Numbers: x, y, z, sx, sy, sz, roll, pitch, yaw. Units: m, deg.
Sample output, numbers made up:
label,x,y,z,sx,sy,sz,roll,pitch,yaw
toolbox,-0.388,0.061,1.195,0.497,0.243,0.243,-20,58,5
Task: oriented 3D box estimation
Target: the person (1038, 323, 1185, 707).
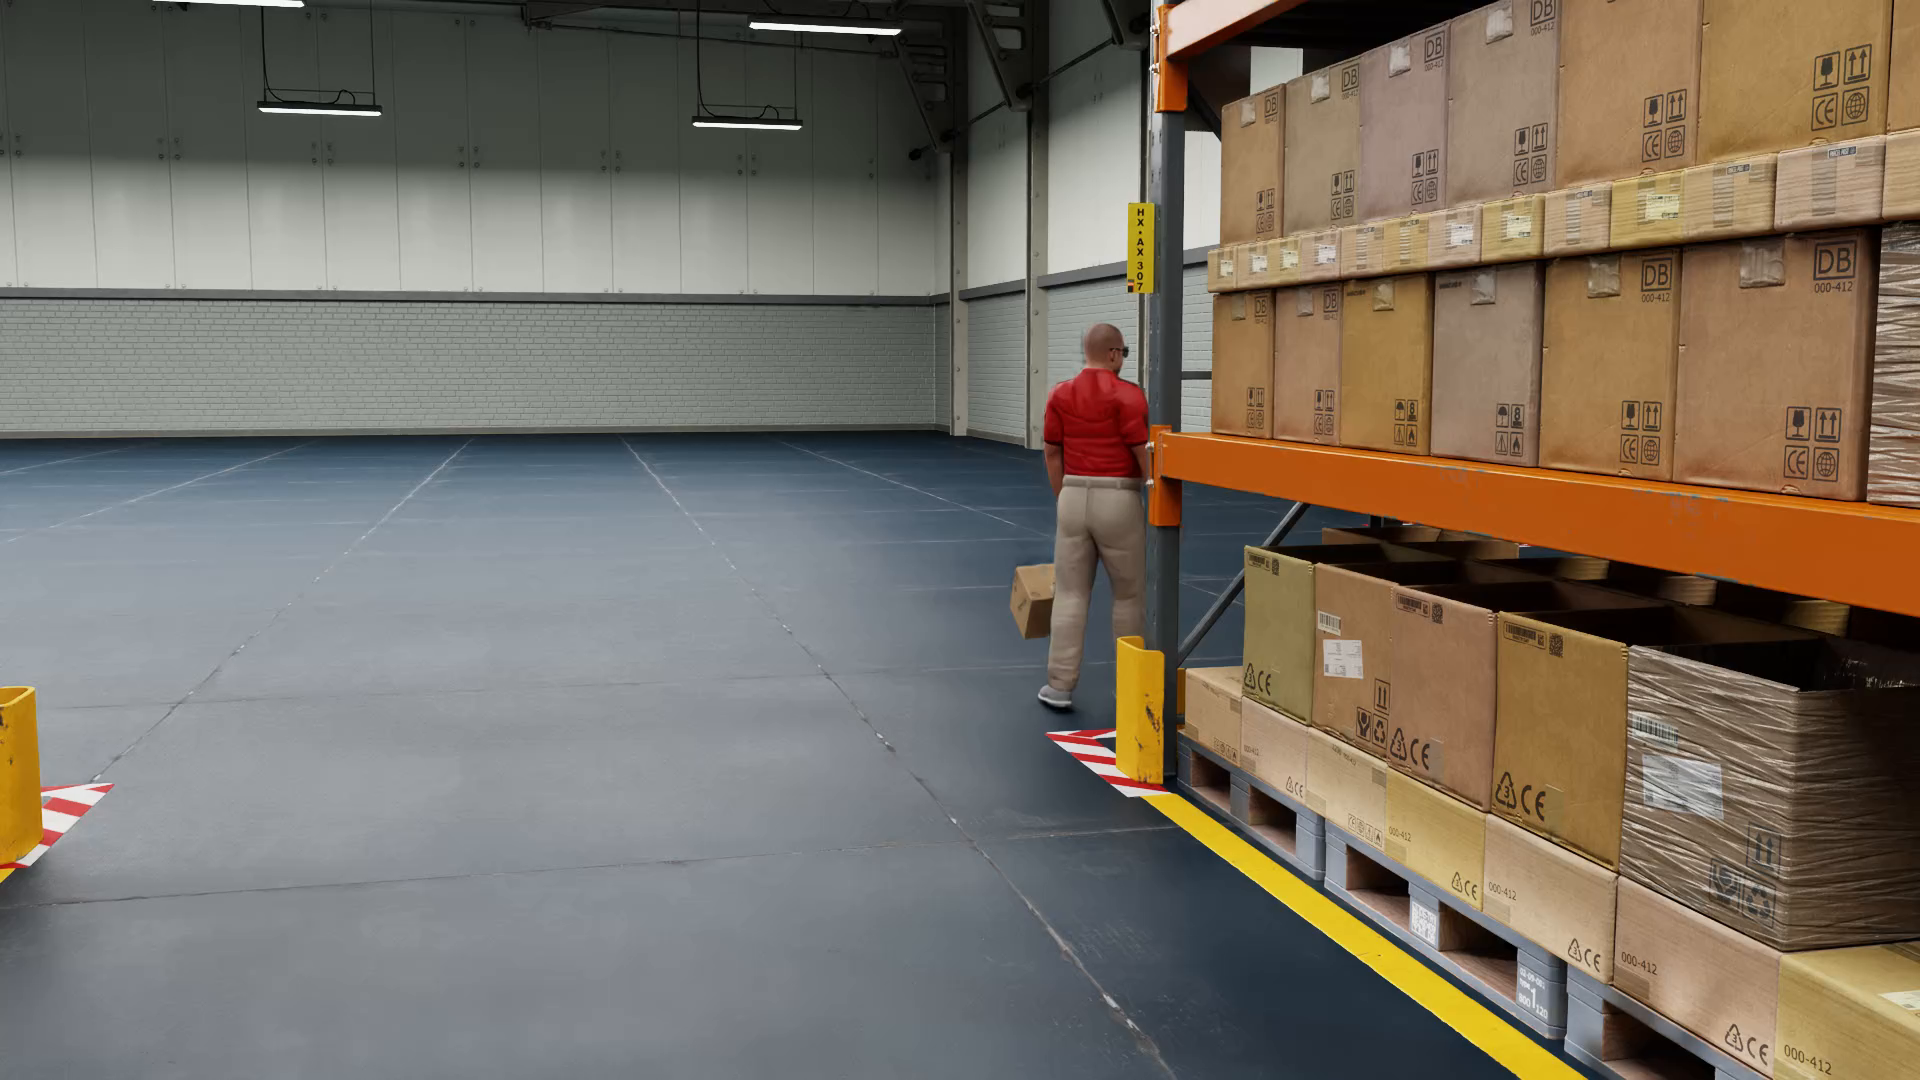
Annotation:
label,x,y,z,sx,sy,sz,roll,pitch,yaw
person,0.698,-0.111,7.504,0.664,1.717,0.644,4,7,33
